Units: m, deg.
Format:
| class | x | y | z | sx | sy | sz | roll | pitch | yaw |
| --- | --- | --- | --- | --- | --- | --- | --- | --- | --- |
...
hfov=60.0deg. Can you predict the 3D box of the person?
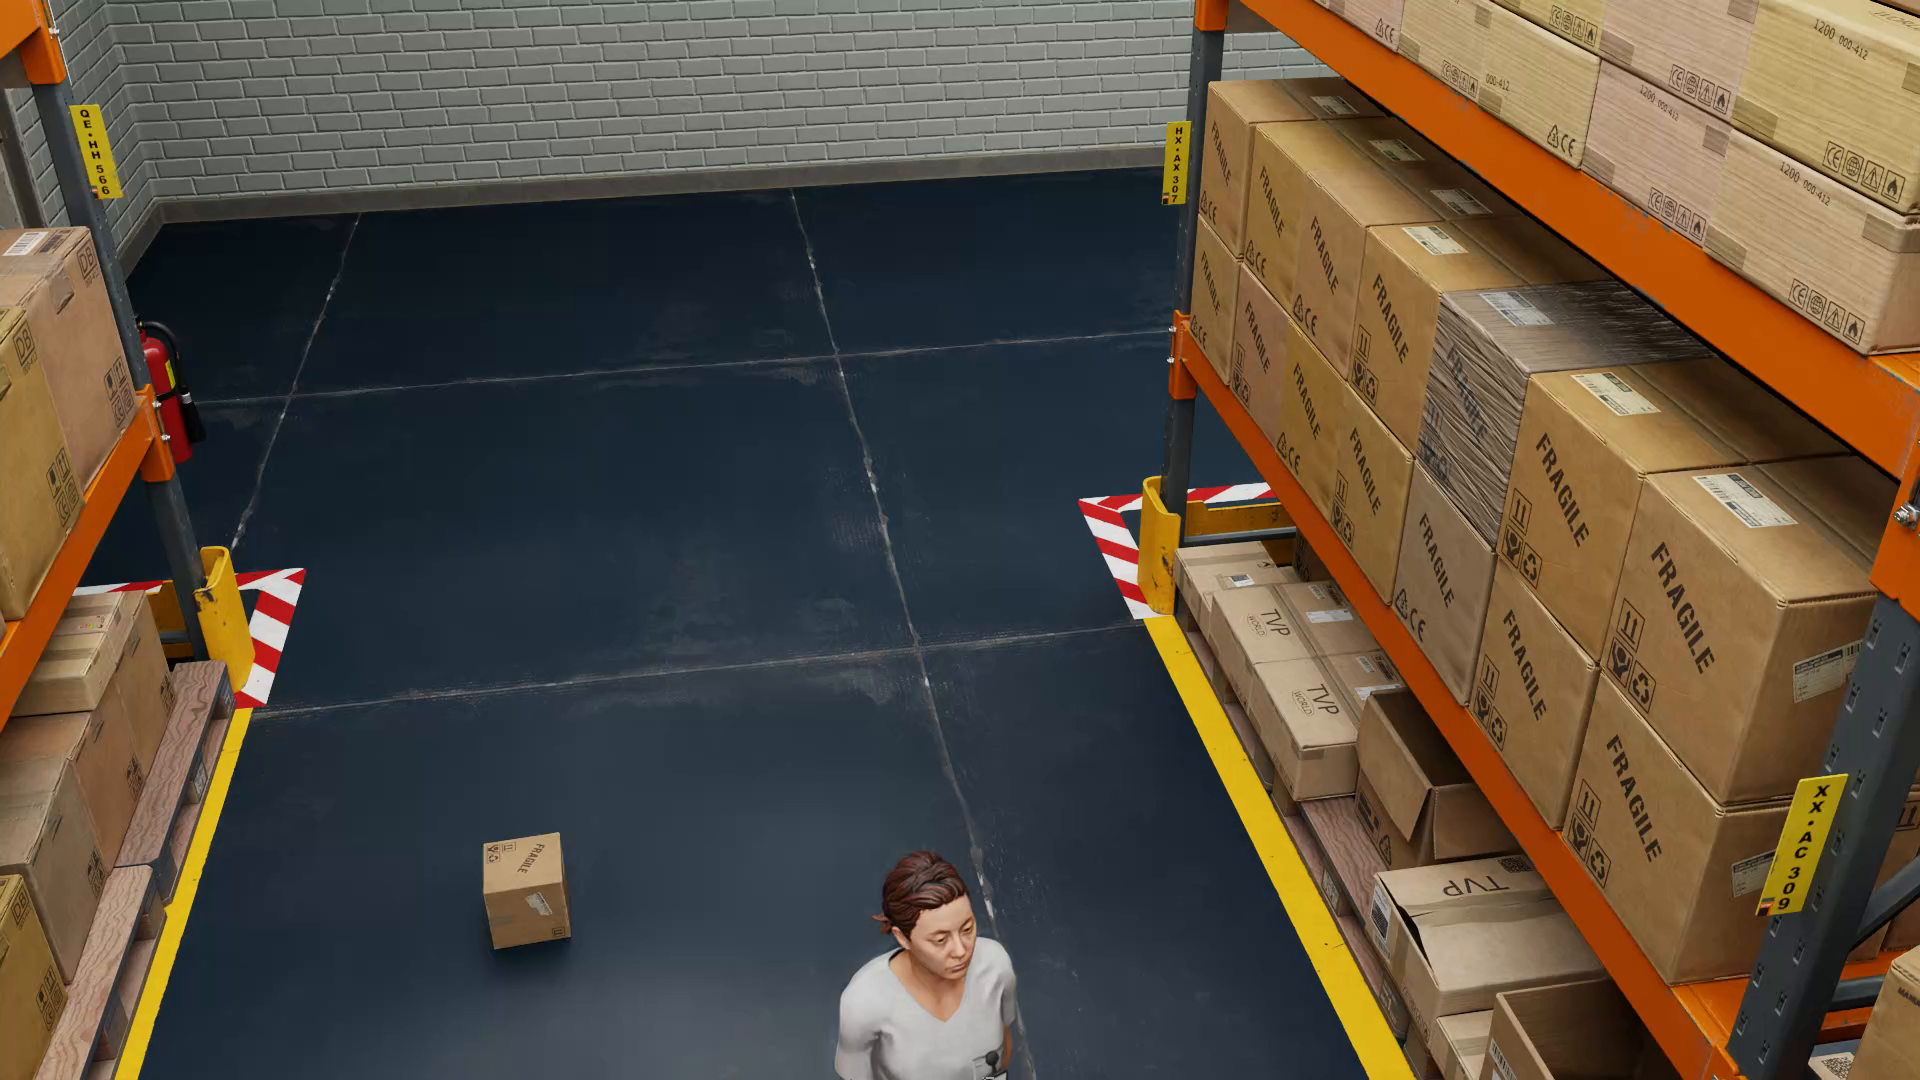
| class | x | y | z | sx | sy | sz | roll | pitch | yaw |
| --- | --- | --- | --- | --- | --- | --- | --- | --- | --- |
| person | -0.073 | 1.366 | 3.823 | 0.438 | 1.635 | 0.879 | -11 | 32 | -17 |
